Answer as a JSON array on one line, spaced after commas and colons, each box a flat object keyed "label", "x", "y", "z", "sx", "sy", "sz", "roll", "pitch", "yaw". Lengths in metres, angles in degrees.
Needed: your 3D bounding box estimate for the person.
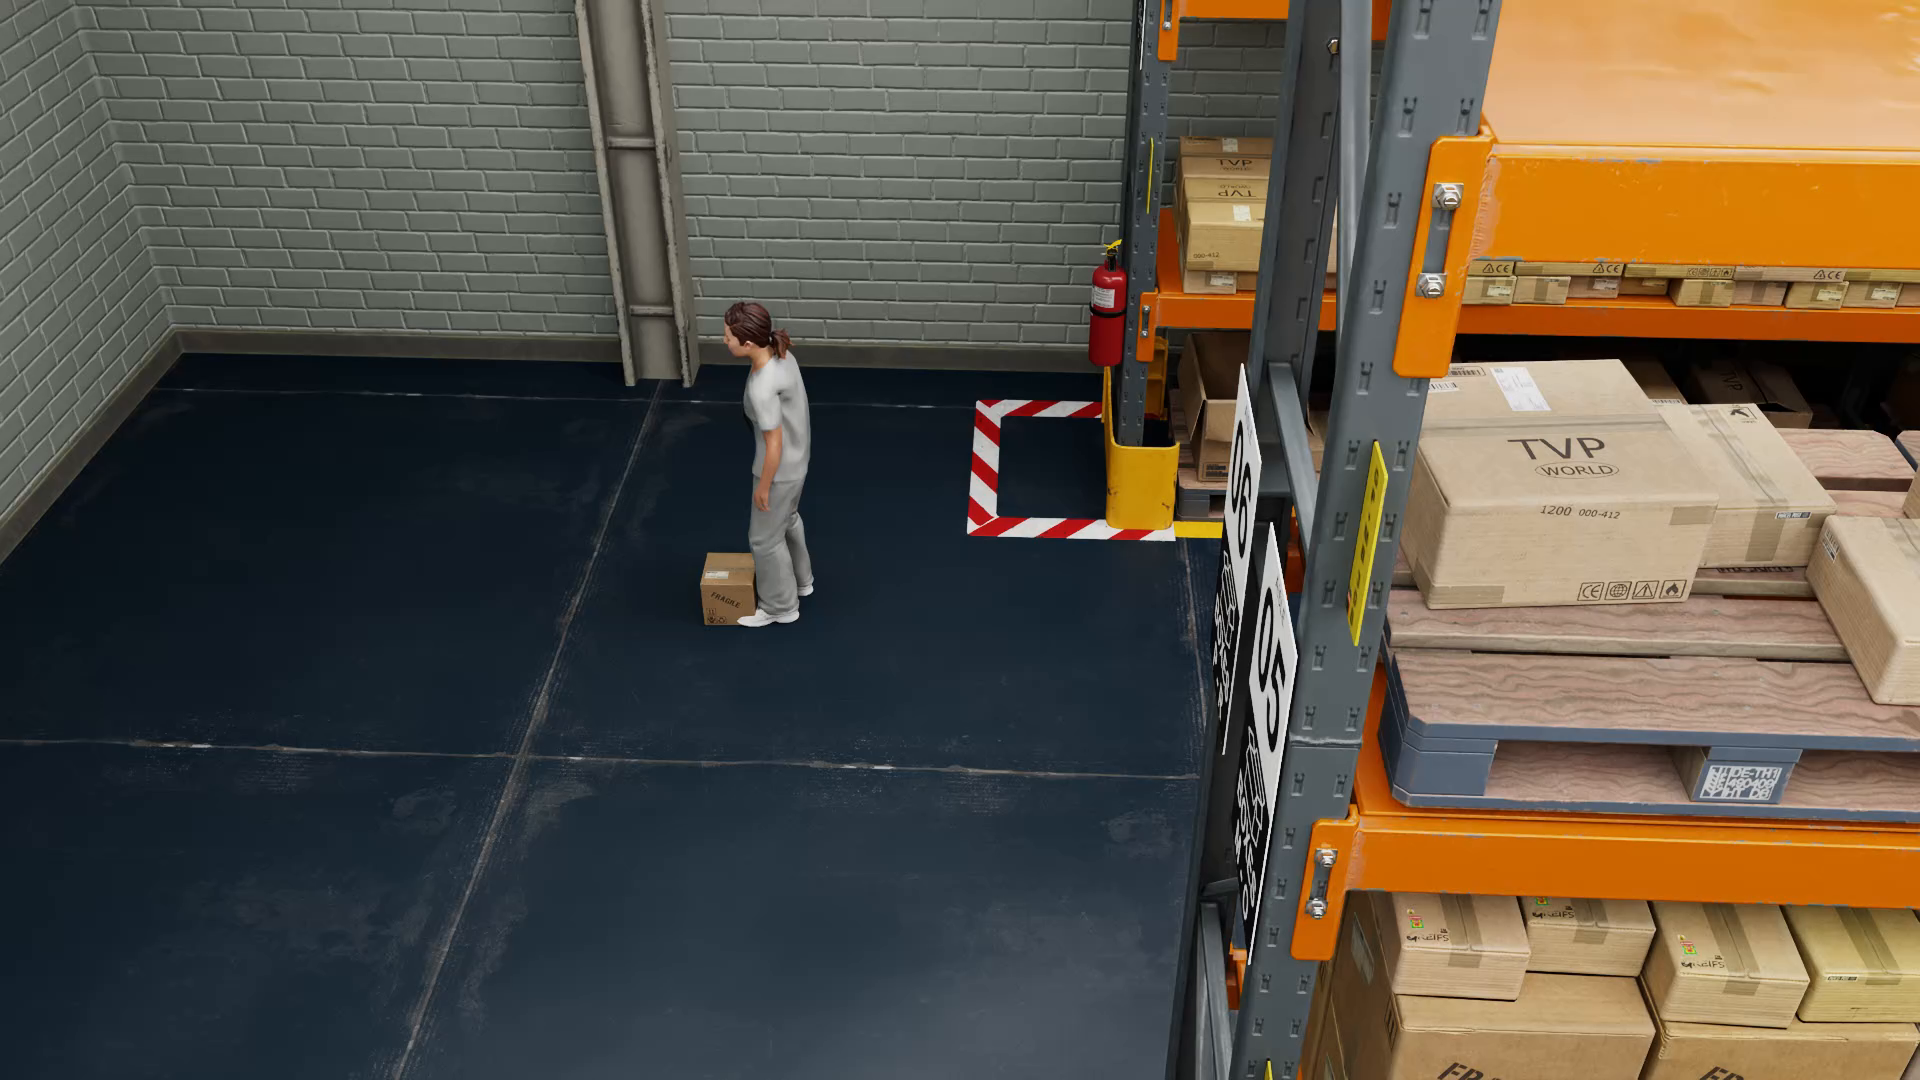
[{"label": "person", "x": -0.877, "y": -0.340, "z": 7.588, "sx": 0.405, "sy": 1.672, "sz": 0.496, "roll": 1, "pitch": 36, "yaw": 1}]
